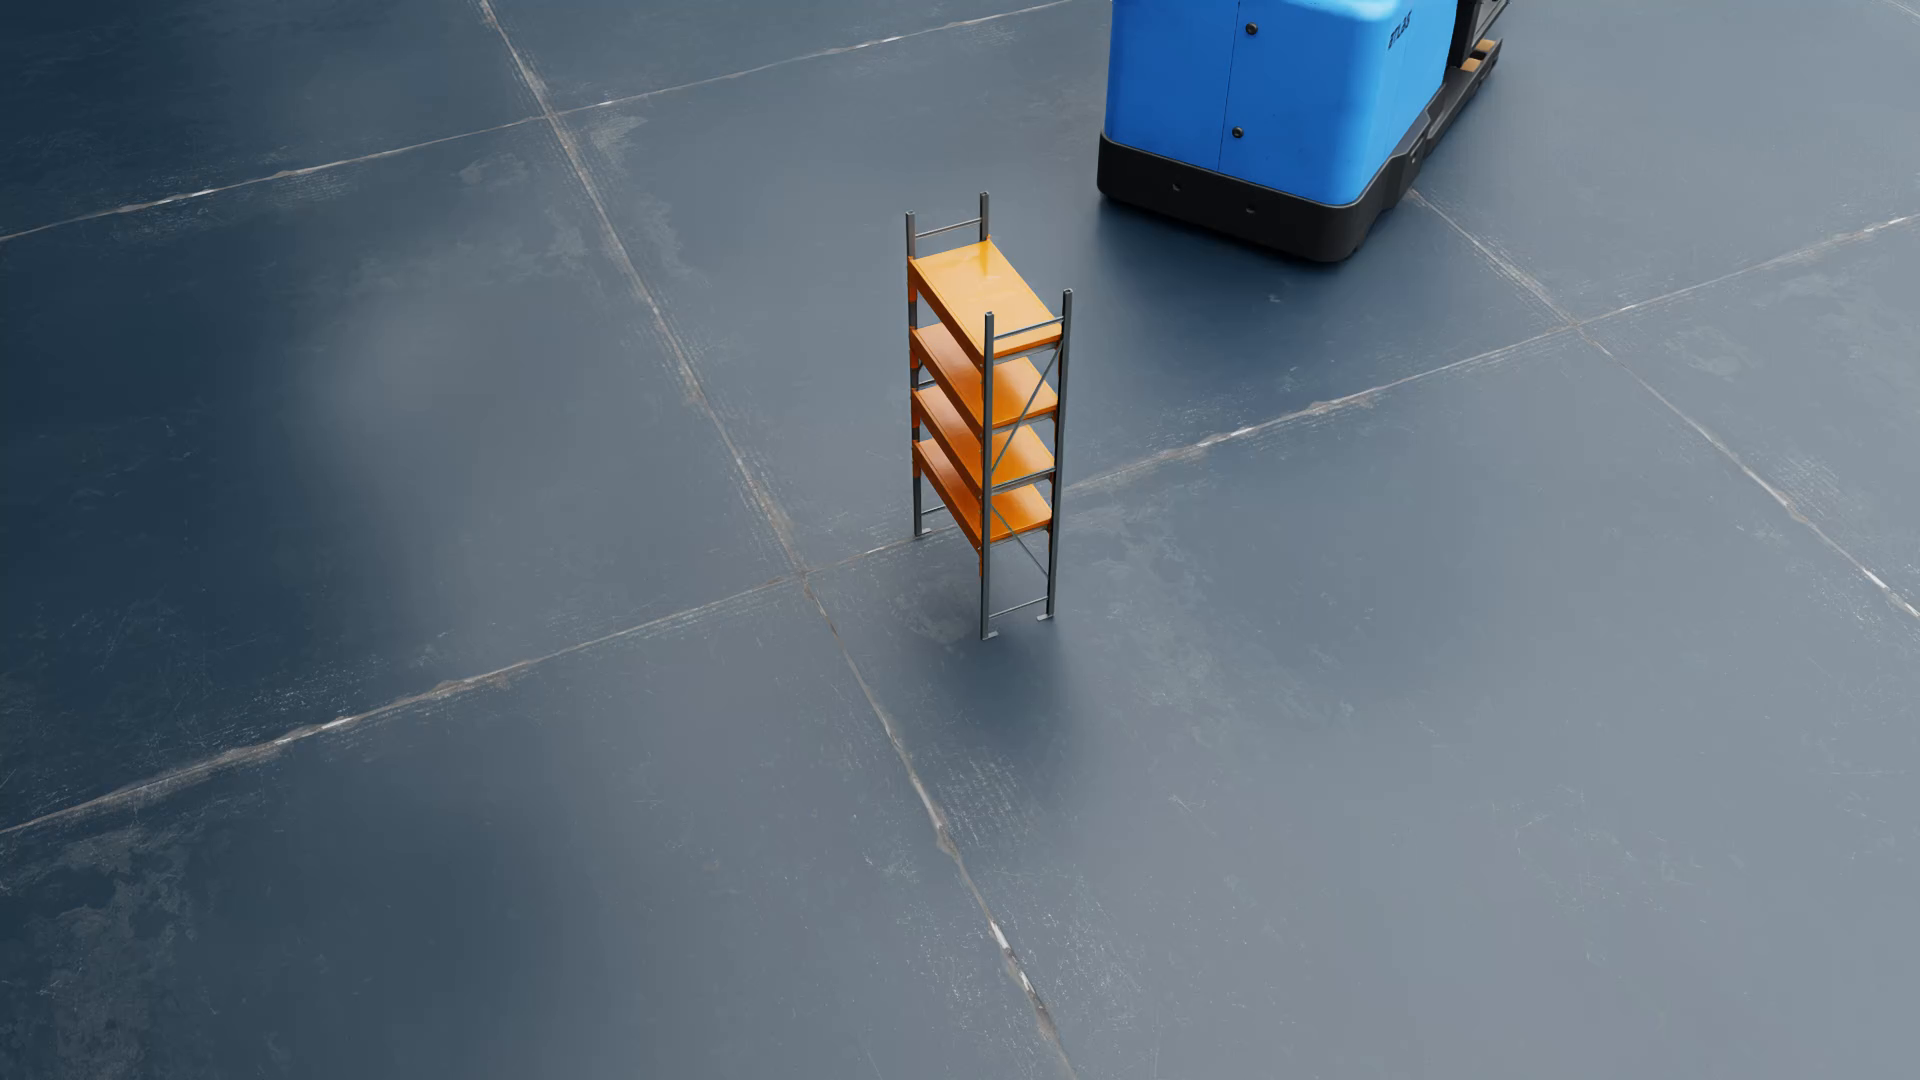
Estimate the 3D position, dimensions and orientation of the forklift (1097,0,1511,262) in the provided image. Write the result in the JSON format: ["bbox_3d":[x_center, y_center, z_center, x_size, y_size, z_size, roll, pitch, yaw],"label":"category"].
[{"bbox_3d":[1.714,-3.104,6.309,1.130,2.935,3.031,22,49,21],"label":"forklift"}]

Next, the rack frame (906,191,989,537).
[{"bbox_3d":[-0.033,-0.477,4.879,0.240,1.200,0.015,-18,47,-17],"label":"rack frame"}]

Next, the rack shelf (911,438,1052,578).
[{"bbox_3d":[0.070,-0.132,4.908,0.258,0.148,0.480,-18,47,-17],"label":"rack shelf"}]

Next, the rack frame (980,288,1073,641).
[{"bbox_3d":[0.172,-0.166,4.564,0.240,1.200,0.015,-18,47,-17],"label":"rack frame"}]

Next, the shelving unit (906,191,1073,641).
[{"bbox_3d":[0.070,-0.322,4.722,0.258,1.200,0.503,-18,47,-17],"label":"shelving unit"}]

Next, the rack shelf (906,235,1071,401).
[{"bbox_3d":[0.070,-0.601,4.446,0.258,0.148,0.480,-18,47,-17],"label":"rack shelf"}]

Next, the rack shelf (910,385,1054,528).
[{"bbox_3d":[0.070,-0.274,4.769,0.258,0.148,0.480,-18,47,-17],"label":"rack shelf"}]

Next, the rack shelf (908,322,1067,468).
[{"bbox_3d":[0.070,-0.433,4.612,0.258,0.148,0.480,-18,47,-17],"label":"rack shelf"}]
